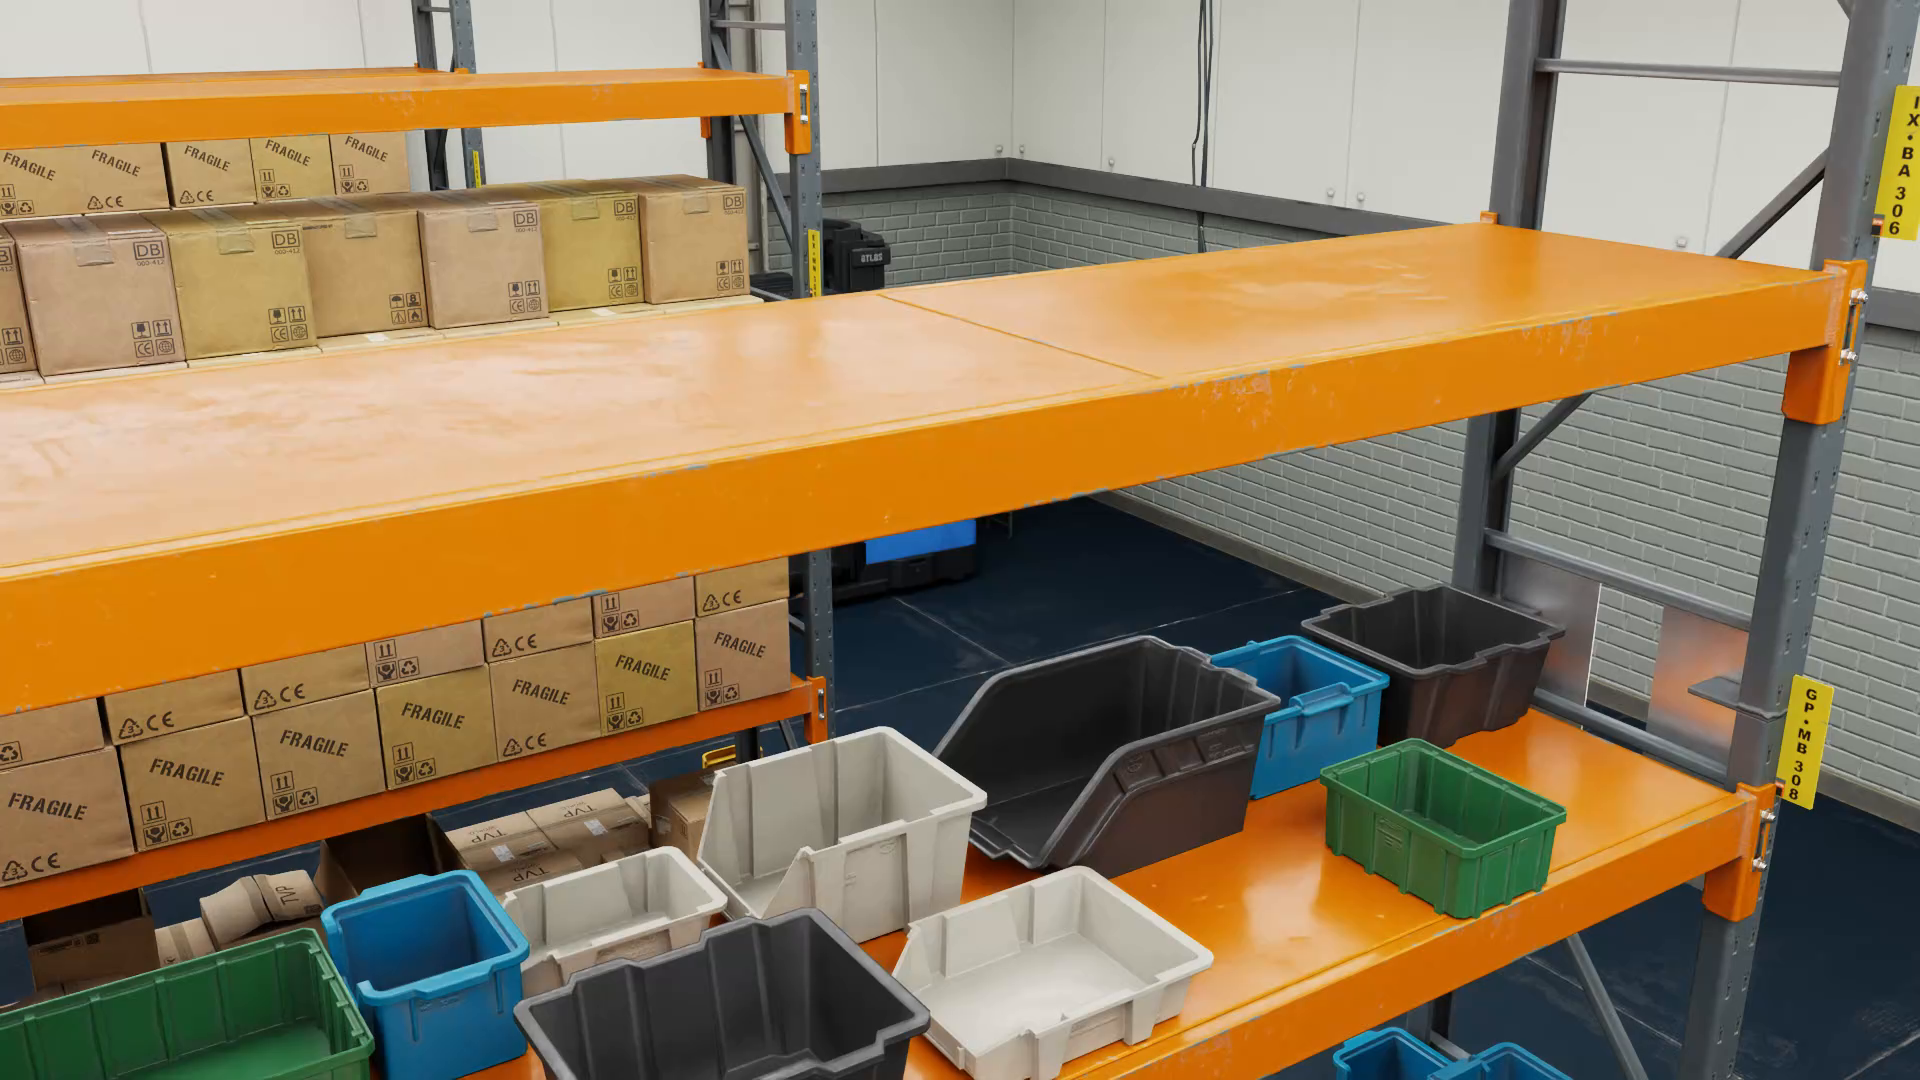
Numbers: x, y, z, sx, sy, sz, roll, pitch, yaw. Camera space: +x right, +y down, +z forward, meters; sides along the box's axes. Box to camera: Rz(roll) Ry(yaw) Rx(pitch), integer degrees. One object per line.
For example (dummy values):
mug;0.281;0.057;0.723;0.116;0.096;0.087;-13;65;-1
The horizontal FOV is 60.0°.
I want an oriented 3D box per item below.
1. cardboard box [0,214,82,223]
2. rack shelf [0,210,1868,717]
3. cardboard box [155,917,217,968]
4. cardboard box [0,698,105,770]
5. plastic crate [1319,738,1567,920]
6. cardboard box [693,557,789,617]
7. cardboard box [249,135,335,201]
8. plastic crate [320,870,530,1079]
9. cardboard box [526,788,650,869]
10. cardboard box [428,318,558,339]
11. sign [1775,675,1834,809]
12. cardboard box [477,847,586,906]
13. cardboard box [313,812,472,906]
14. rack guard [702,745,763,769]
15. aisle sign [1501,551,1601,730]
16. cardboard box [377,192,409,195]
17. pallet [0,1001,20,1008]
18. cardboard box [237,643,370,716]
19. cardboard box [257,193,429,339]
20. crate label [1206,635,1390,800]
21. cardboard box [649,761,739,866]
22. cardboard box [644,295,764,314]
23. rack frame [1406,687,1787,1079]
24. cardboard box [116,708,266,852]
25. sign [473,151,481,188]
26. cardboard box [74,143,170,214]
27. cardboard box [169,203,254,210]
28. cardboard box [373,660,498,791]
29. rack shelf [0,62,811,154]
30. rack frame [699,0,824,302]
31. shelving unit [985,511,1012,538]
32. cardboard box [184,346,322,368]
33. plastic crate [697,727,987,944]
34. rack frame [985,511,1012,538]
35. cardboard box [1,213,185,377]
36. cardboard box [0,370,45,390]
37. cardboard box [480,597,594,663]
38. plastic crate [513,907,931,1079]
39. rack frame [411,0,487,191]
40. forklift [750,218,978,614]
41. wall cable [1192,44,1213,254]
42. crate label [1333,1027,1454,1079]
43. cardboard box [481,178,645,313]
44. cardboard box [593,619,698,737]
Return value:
cardboard box;-5.884;-1.956;10.585;0.500;0.250;0.500;-12;22;-33
rack shelf;0.079;-0.236;3.141;4.000;0.370;1.077;-12;22;-31
cardboard box;-3.712;1.986;7.952;0.250;0.149;0.380;-12;22;-31
cardboard box;-3.764;0.573;6.648;0.500;0.500;0.500;-11;22;-30
plastic crate;1.083;0.652;3.778;0.336;0.188;0.450;-12;22;-31
cardboard box;-1.192;0.028;8.260;0.500;0.500;0.500;-12;22;-32
cardboard box;-4.584;-2.591;11.294;0.500;0.500;0.500;-11;22;-30
plastic crate;-1.006;0.840;3.154;0.300;0.233;0.416;-12;22;-31
cardboard box;-1.999;1.600;8.936;0.500;0.250;0.500;-12;22;-31
cardboard box;-2.097;-0.855;7.362;0.500;0.250;0.500;-12;22;-31
sign;2.066;0.496;4.074;0.005;0.325;0.100;-12;22;-31
cardboard box;-2.100;1.813;8.306;0.500;0.250;0.500;-12;22;-31
cardboard box;-2.746;1.744;8.114;0.637;0.503;0.797;-12;22;-31
rack guard;-1.035;1.595;9.246;0.348;0.500;1.175;-12;22;-31
aisle sign;1.647;0.399;4.821;0.004;0.787;0.394;-12;22;-31
cardboard box;-4.165;-2.323;11.672;0.500;0.250;0.500;-11;22;-30
pallet;-3.738;2.302;7.605;1.213;0.211;1.003;-12;22;-31
cardboard box;-2.904;0.392;7.185;0.500;0.500;0.500;-13;22;-33
cardboard box;-2.683;-1.205;7.223;0.500;0.500;0.700;-12;22;-31
crate label;0.802;0.449;4.283;0.502;0.251;0.408;-12;22;-31
cardboard box;-1.290;1.535;8.737;0.500;0.500;0.500;-12;22;-31
cardboard box;-1.260;-1.031;7.880;0.500;0.250;0.500;-12;22;-31
rack frame;1.750;1.723;4.965;0.127;3.000;1.000;-12;22;-31
cardboard box;-3.311;0.947;7.105;0.500;0.500;0.500;-11;22;-30
sign;-3.412;-2.582;11.757;0.005;0.325;0.100;-12;22;-31
cardboard box;-5.455;-2.405;10.743;0.500;0.500;0.500;-12;22;-31
cardboard box;-5.031;-2.138;11.125;0.500;0.250;0.500;-13;22;-33
cardboard box;-2.468;0.769;7.630;0.500;0.500;0.500;-12;22;-32
rack shelf;-2.642;-1.750;6.999;4.000;0.370;1.077;-12;22;-31
rack frame;-0.971;-2.445;7.925;0.127;3.000;1.000;-12;22;-31
shelving unit;0.040;-0.718;14.526;0.755;1.500;0.431;-12;22;-31
cardboard box;-2.929;-0.678;6.835;0.500;0.250;0.500;-12;22;-31
plastic crate;-0.271;0.666;3.593;0.530;0.282;0.437;-12;22;-31
rack frame;0.346;-0.782;14.717;0.023;1.500;0.400;-12;22;-31
cardboard box;-3.431;-0.986;6.577;0.500;0.500;0.700;-12;22;-31
cardboard box;-3.769;-0.504;6.322;0.500;0.250;0.500;-12;22;-31
cardboard box;-2.044;0.210;7.722;0.500;0.500;0.500;-11;22;-30
plastic crate;-0.403;0.923;2.852;0.590;0.269;0.497;-12;22;-31
rack frame;-3.699;-3.769;11.842;0.127;3.000;1.000;-12;22;-31
forklift;-1.389;-0.971;13.041;3.031;2.935;1.130;-10;21;-28
wall cable;1.221;-3.199;15.004;0.112;2.526;3.097;-12;22;-31
crate label;1.363;1.729;5.114;0.303;0.233;0.416;-12;22;-31
cardboard box;-1.856;-1.384;7.755;0.500;0.500;0.700;-12;22;-31
cardboard box;-1.627;0.594;8.148;0.500;0.500;0.500;-12;22;-31
